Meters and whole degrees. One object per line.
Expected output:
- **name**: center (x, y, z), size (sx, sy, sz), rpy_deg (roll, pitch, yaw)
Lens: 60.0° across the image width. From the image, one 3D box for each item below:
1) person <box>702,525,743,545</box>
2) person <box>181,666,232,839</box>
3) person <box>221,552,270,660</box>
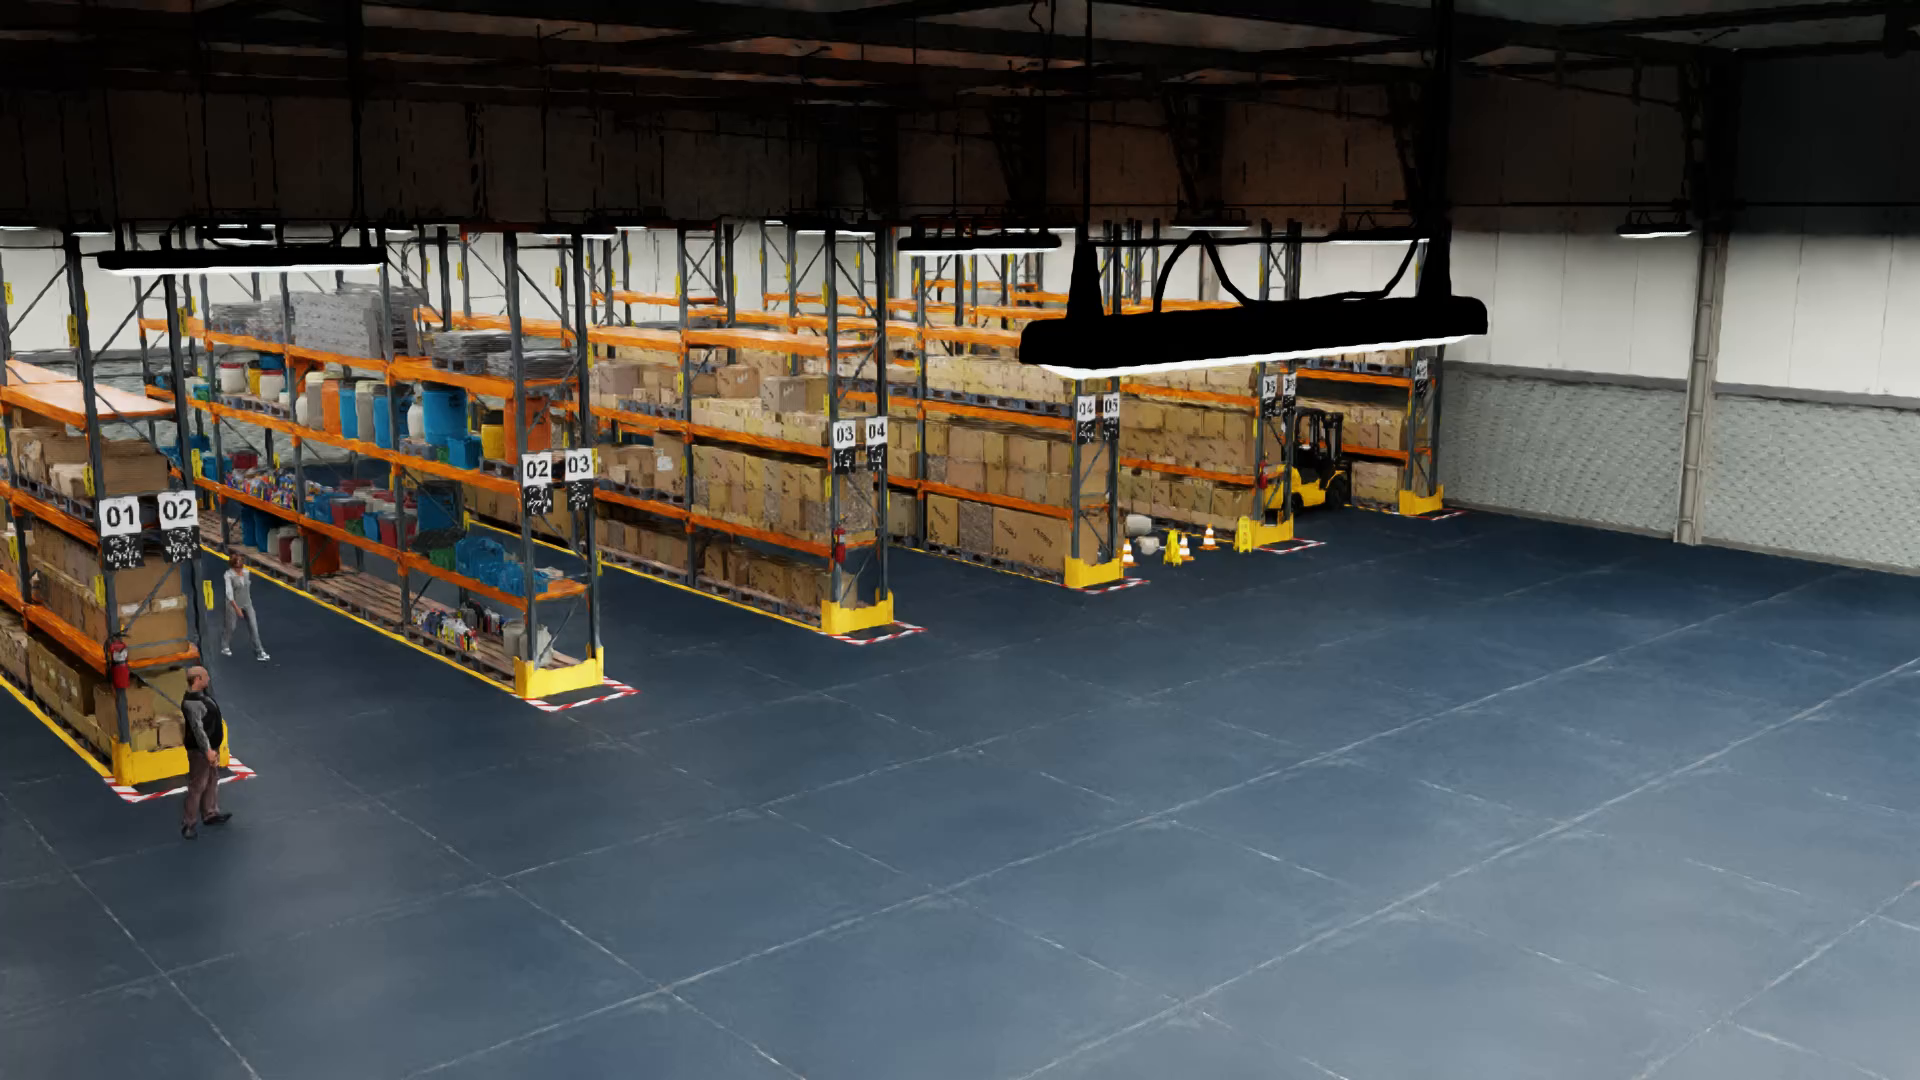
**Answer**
- **person**: center (-4.535, -0.686, 31.160), size (0.448, 1.590, 1.109), rpy_deg (-9, 15, -38)
- **person**: center (-7.750, 2.134, 16.950), size (0.433, 1.723, 0.686), rpy_deg (-3, 12, -14)
- **person**: center (-10.136, 0.933, 23.369), size (0.956, 1.506, 0.411), rpy_deg (9, 15, 39)
